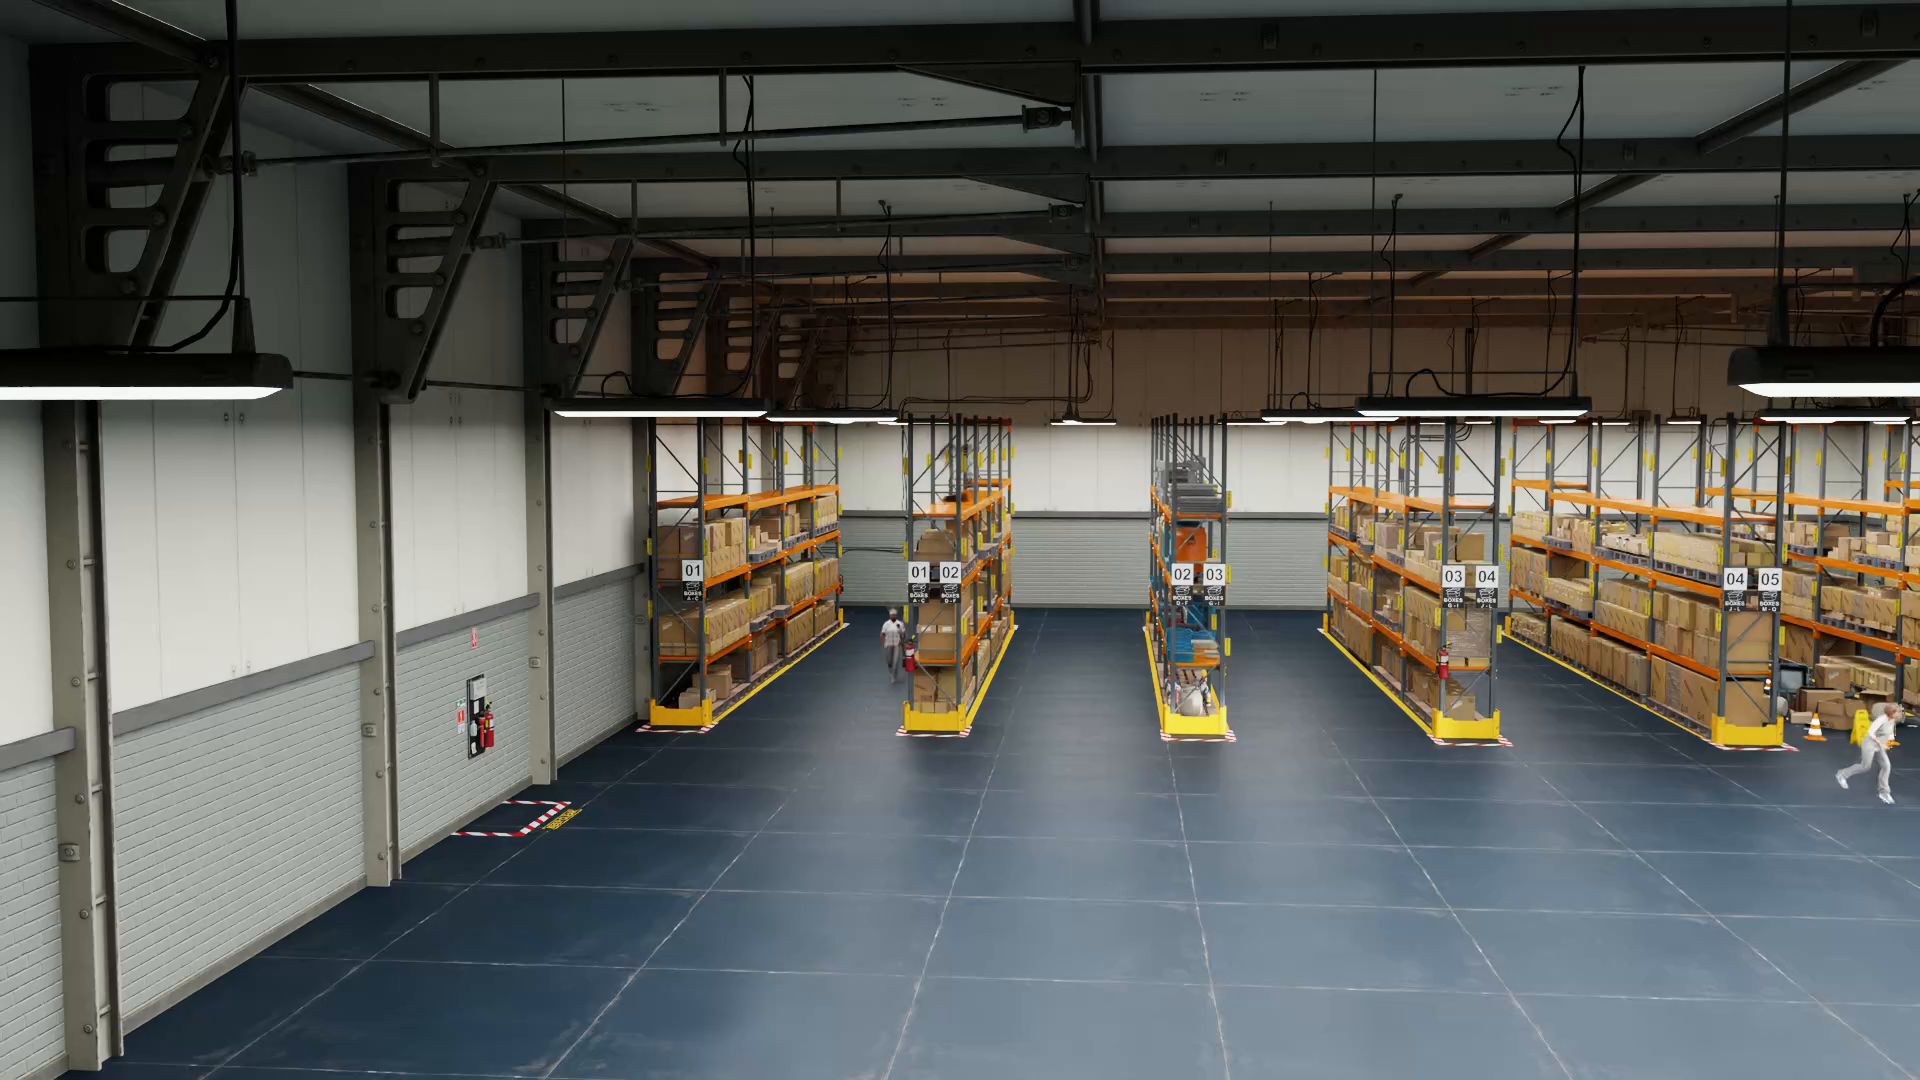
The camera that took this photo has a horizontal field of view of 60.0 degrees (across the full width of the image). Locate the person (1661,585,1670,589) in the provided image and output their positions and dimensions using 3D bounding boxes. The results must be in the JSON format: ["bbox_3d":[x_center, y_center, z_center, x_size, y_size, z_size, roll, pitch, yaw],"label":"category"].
[{"bbox_3d":[17.972,2.009,42.375,0.589,1.720,0.883,-1,4,-14],"label":"person"}]

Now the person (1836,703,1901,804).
[{"bbox_3d":[14.040,3.249,25.720,0.570,1.547,0.914,-3,5,-39],"label":"person"}]

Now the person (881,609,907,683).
[{"bbox_3d":[-1.501,2.374,37.624,0.585,1.667,0.604,0,4,0],"label":"person"}]
